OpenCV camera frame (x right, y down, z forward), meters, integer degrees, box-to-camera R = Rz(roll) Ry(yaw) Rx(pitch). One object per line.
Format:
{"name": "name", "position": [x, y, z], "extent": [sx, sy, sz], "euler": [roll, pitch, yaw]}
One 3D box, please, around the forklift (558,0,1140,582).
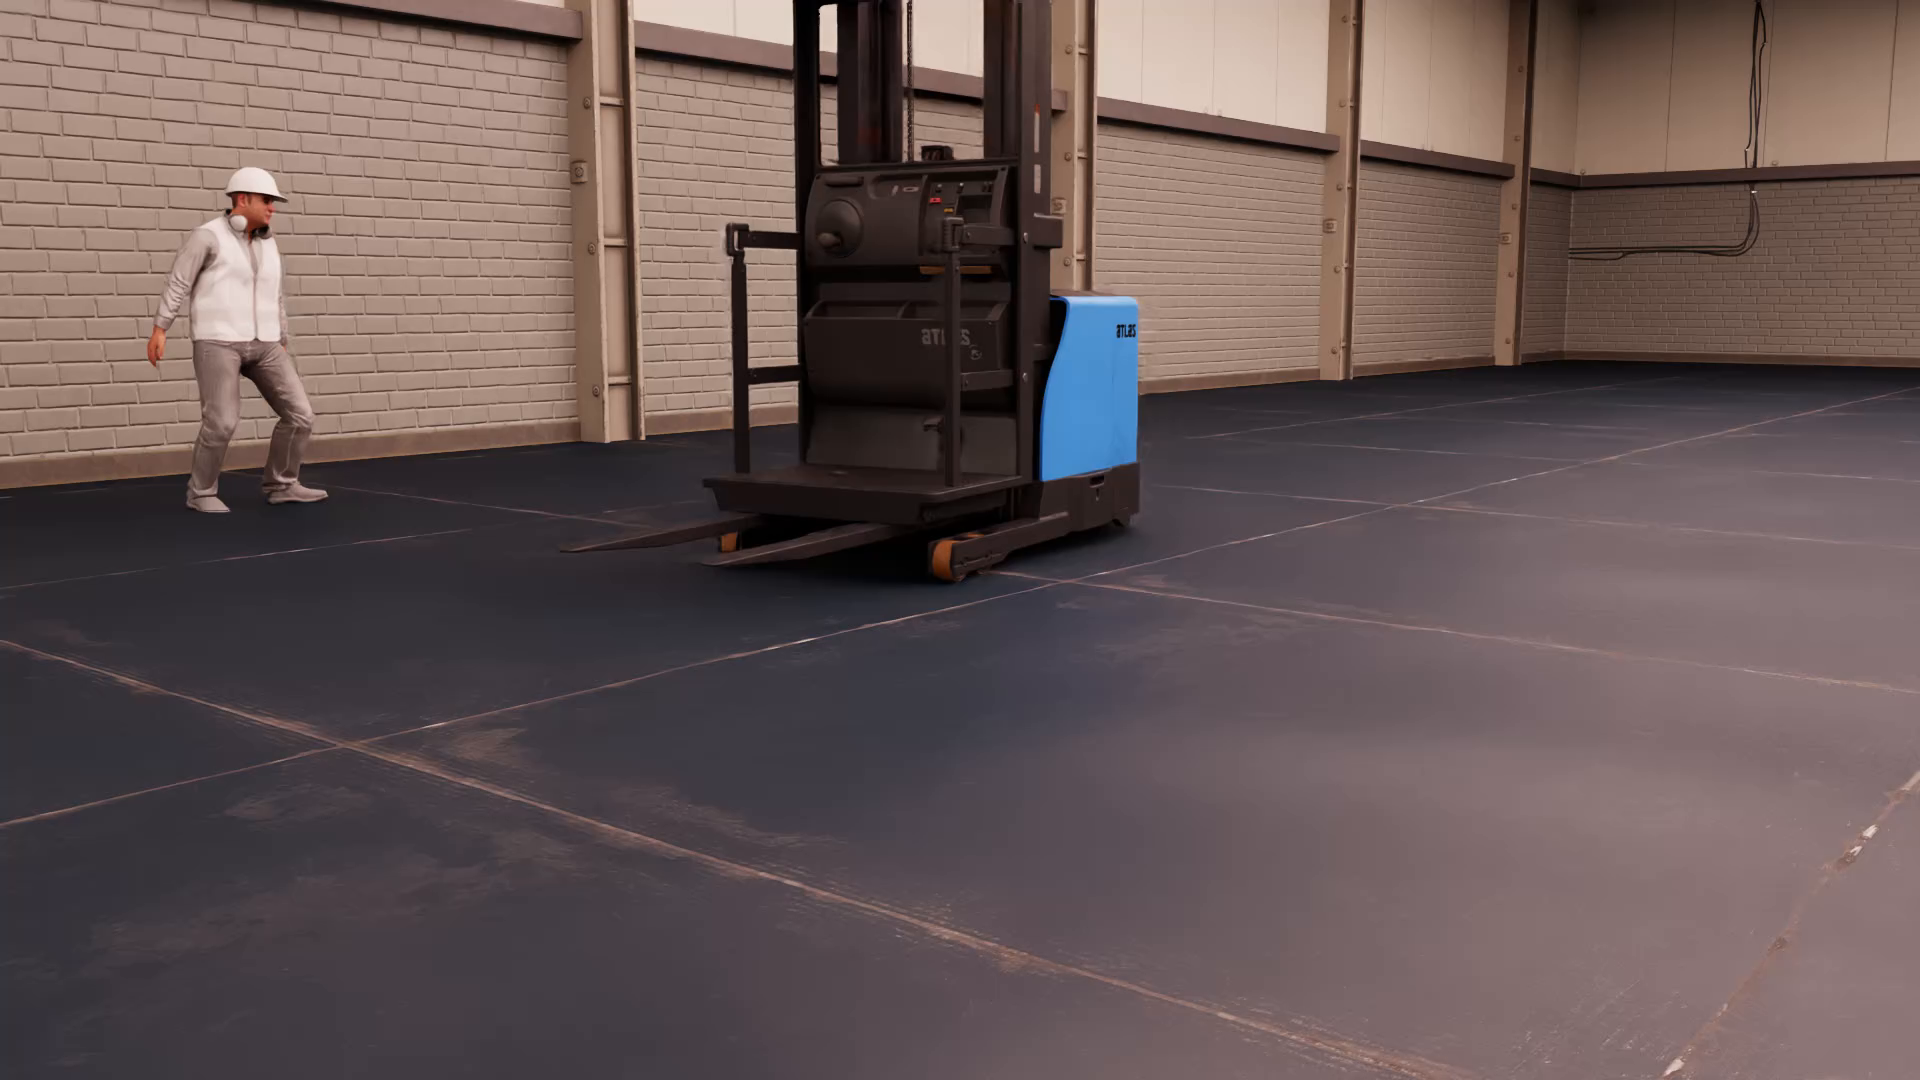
{"name": "forklift", "position": [-0.327, -1.364, 6.600], "extent": [1.130, 2.935, 3.031], "euler": [5, 10, 29]}

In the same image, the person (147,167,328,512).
{"name": "person", "position": [-3.662, -0.993, 8.403], "extent": [0.474, 1.747, 0.870], "euler": [6, 10, 34]}
